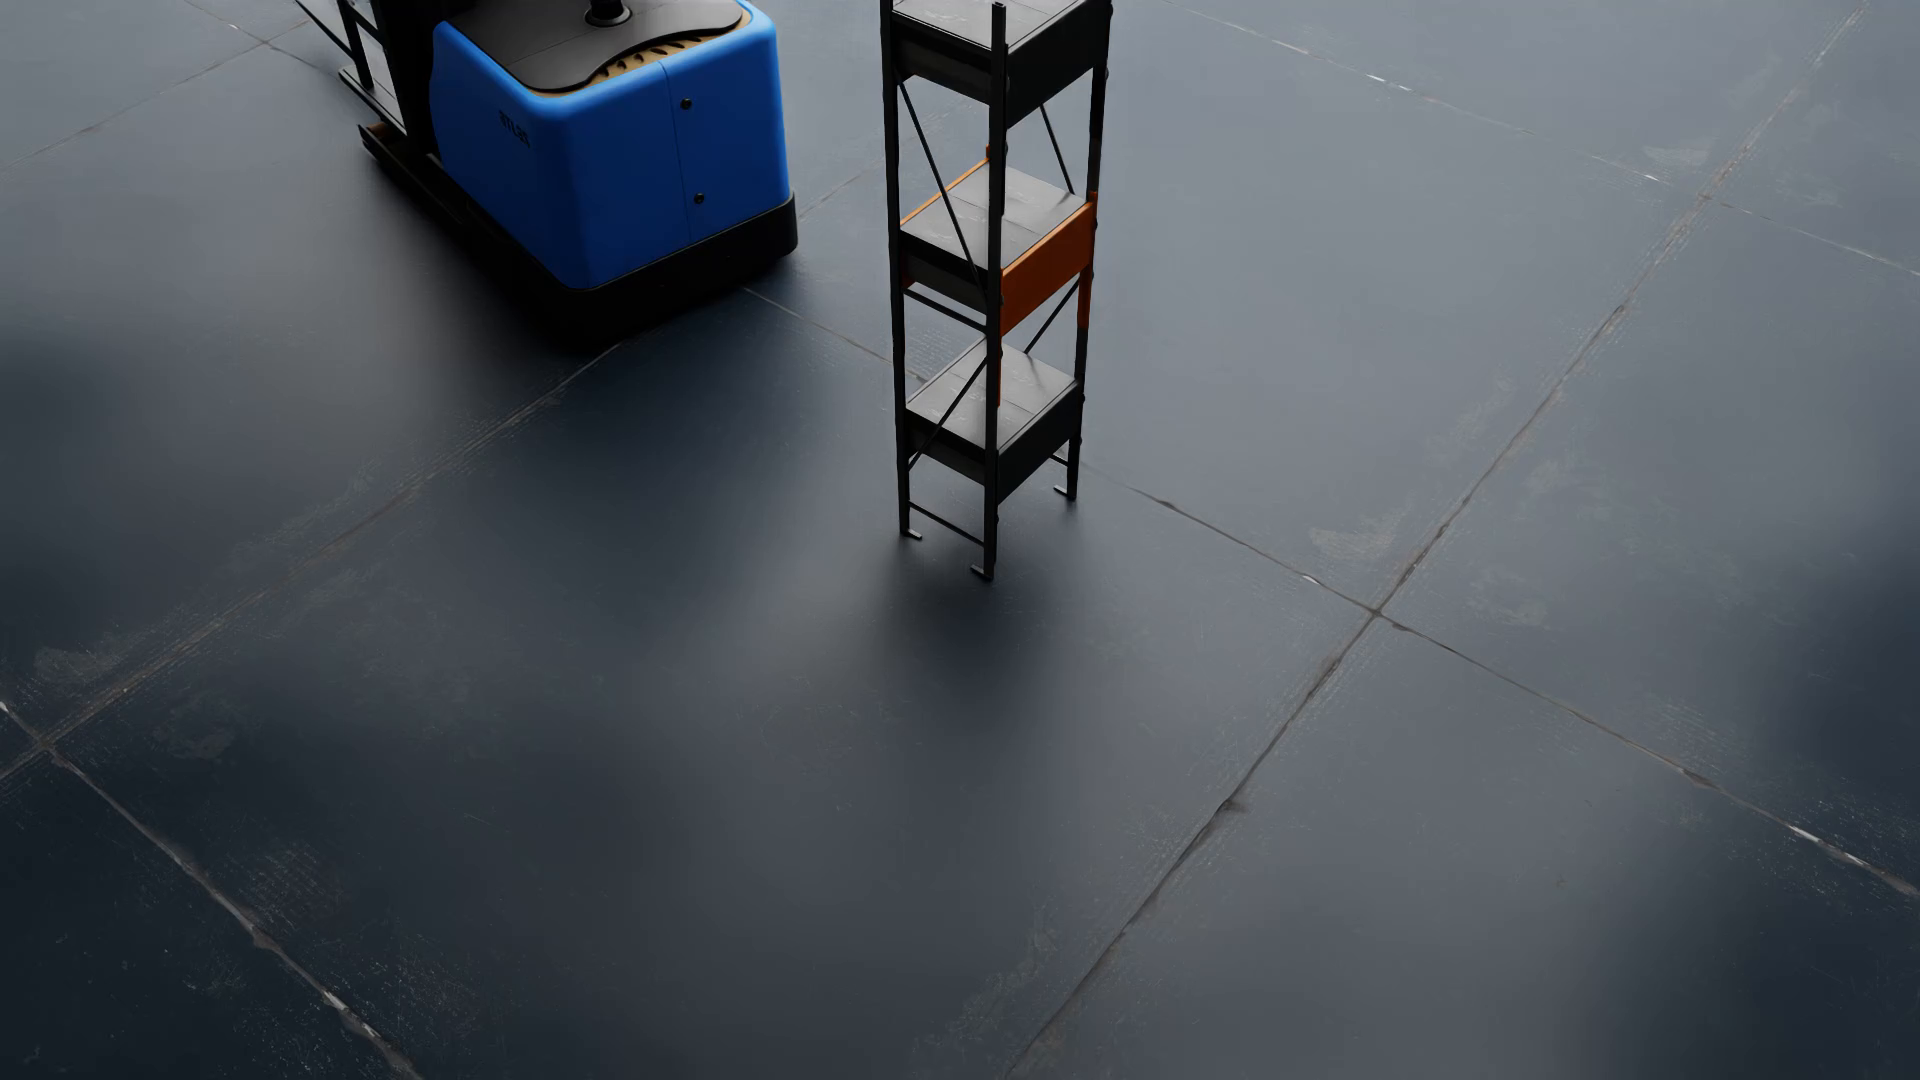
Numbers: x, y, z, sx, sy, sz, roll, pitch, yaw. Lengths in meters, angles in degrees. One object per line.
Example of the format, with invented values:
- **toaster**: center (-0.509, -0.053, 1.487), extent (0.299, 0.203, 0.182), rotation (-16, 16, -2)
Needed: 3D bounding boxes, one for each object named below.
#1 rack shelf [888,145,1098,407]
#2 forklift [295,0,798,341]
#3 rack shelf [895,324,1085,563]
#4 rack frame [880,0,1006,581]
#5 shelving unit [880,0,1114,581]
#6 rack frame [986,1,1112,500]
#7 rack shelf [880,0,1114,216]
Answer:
- **rack shelf**: center (0.101, -0.811, 5.091), extent (0.431, 0.518, 0.480), rotation (29, 53, 25)
- **forklift**: center (-1.980, -2.781, 6.380), extent (1.130, 2.935, 3.031), rotation (-30, 53, -26)
- **rack shelf**: center (0.101, -0.327, 5.597), extent (0.431, 0.518, 0.480), rotation (29, 53, 25)
- **rack frame**: center (-0.048, -0.680, 4.948), extent (0.400, 2.100, 0.015), rotation (29, 53, 25)
- **shelving unit**: center (0.101, -0.820, 5.081), extent (0.431, 2.100, 0.503), rotation (29, 53, 25)
- **rack frame**: center (0.250, -0.960, 5.215), extent (0.400, 2.100, 0.015), rotation (29, 53, 25)
- **rack shelf**: center (0.101, -1.294, 4.585), extent (0.431, 0.518, 0.480), rotation (29, 53, 25)
